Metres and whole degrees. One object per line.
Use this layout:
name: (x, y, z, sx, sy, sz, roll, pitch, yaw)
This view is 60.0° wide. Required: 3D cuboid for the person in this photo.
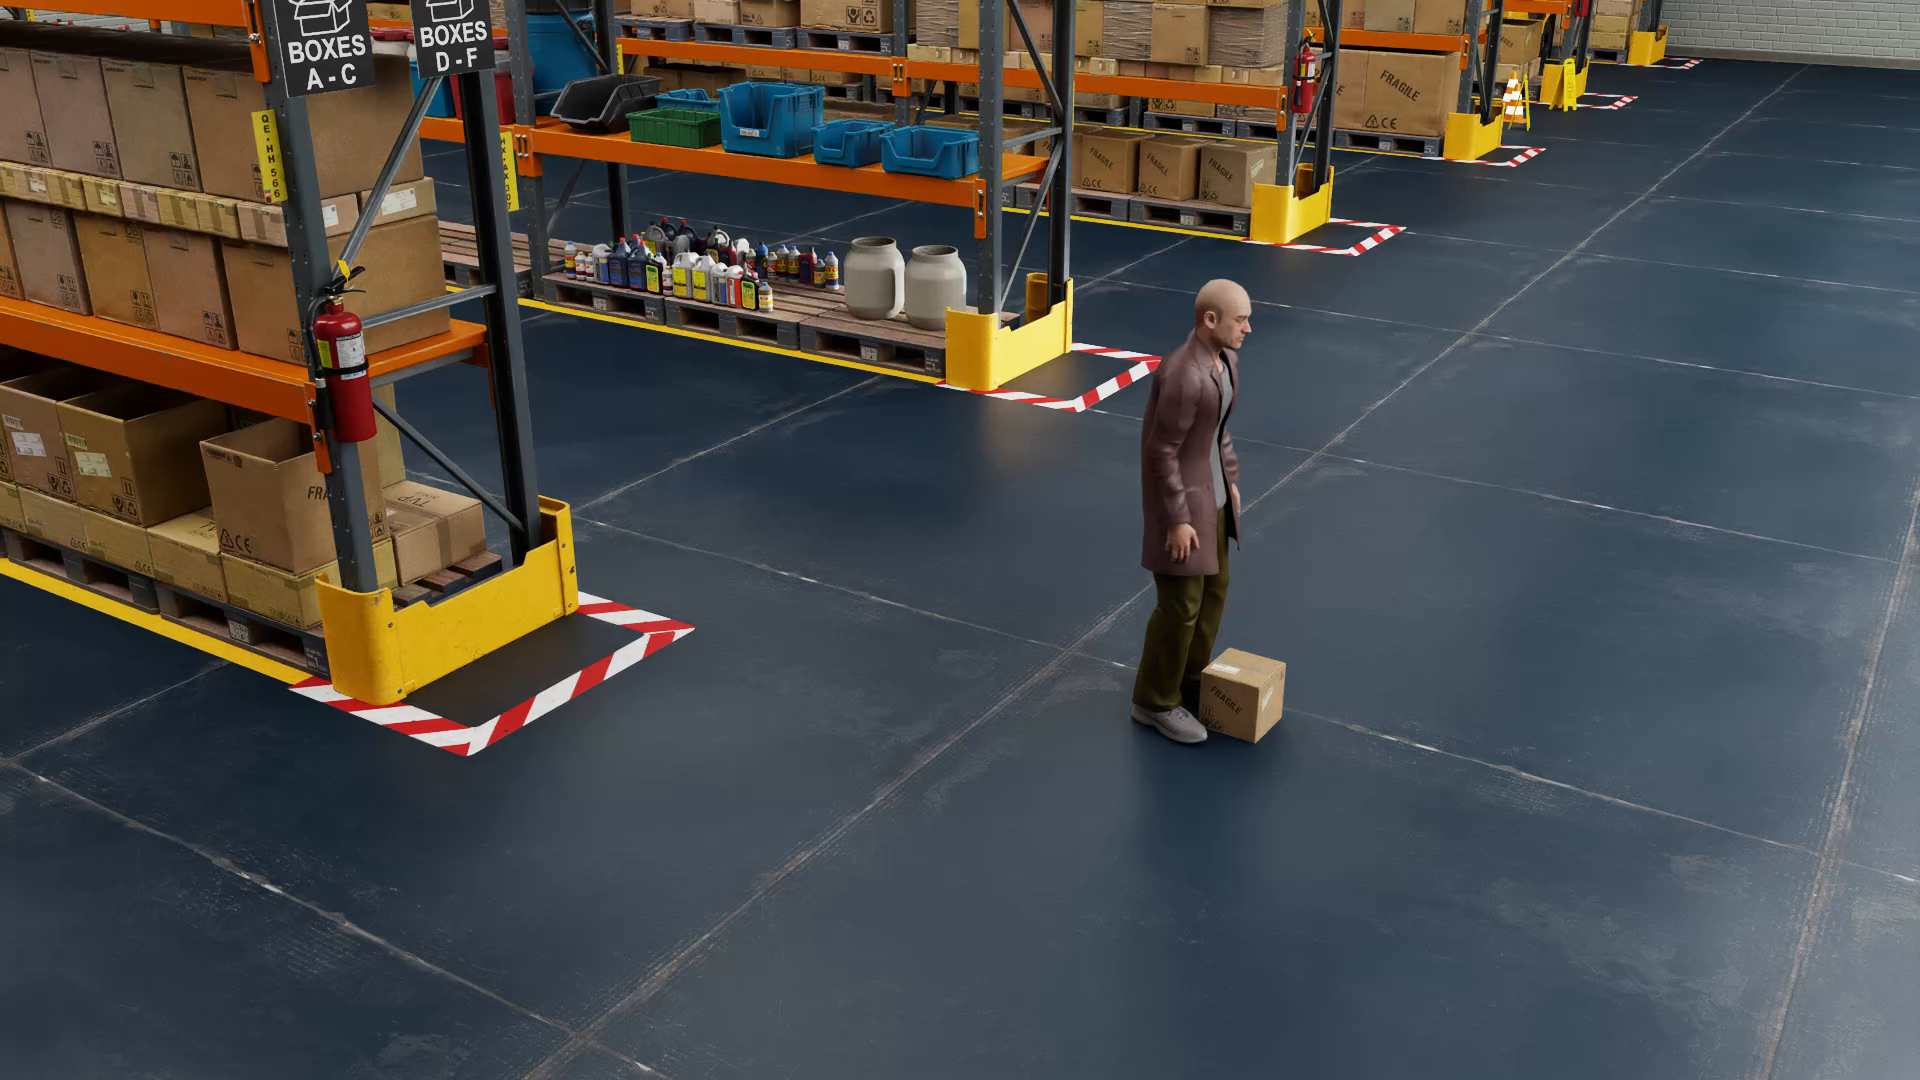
person: (0.912, -0.138, 6.442, 0.416, 1.774, 0.656, 13, 26, 28)
